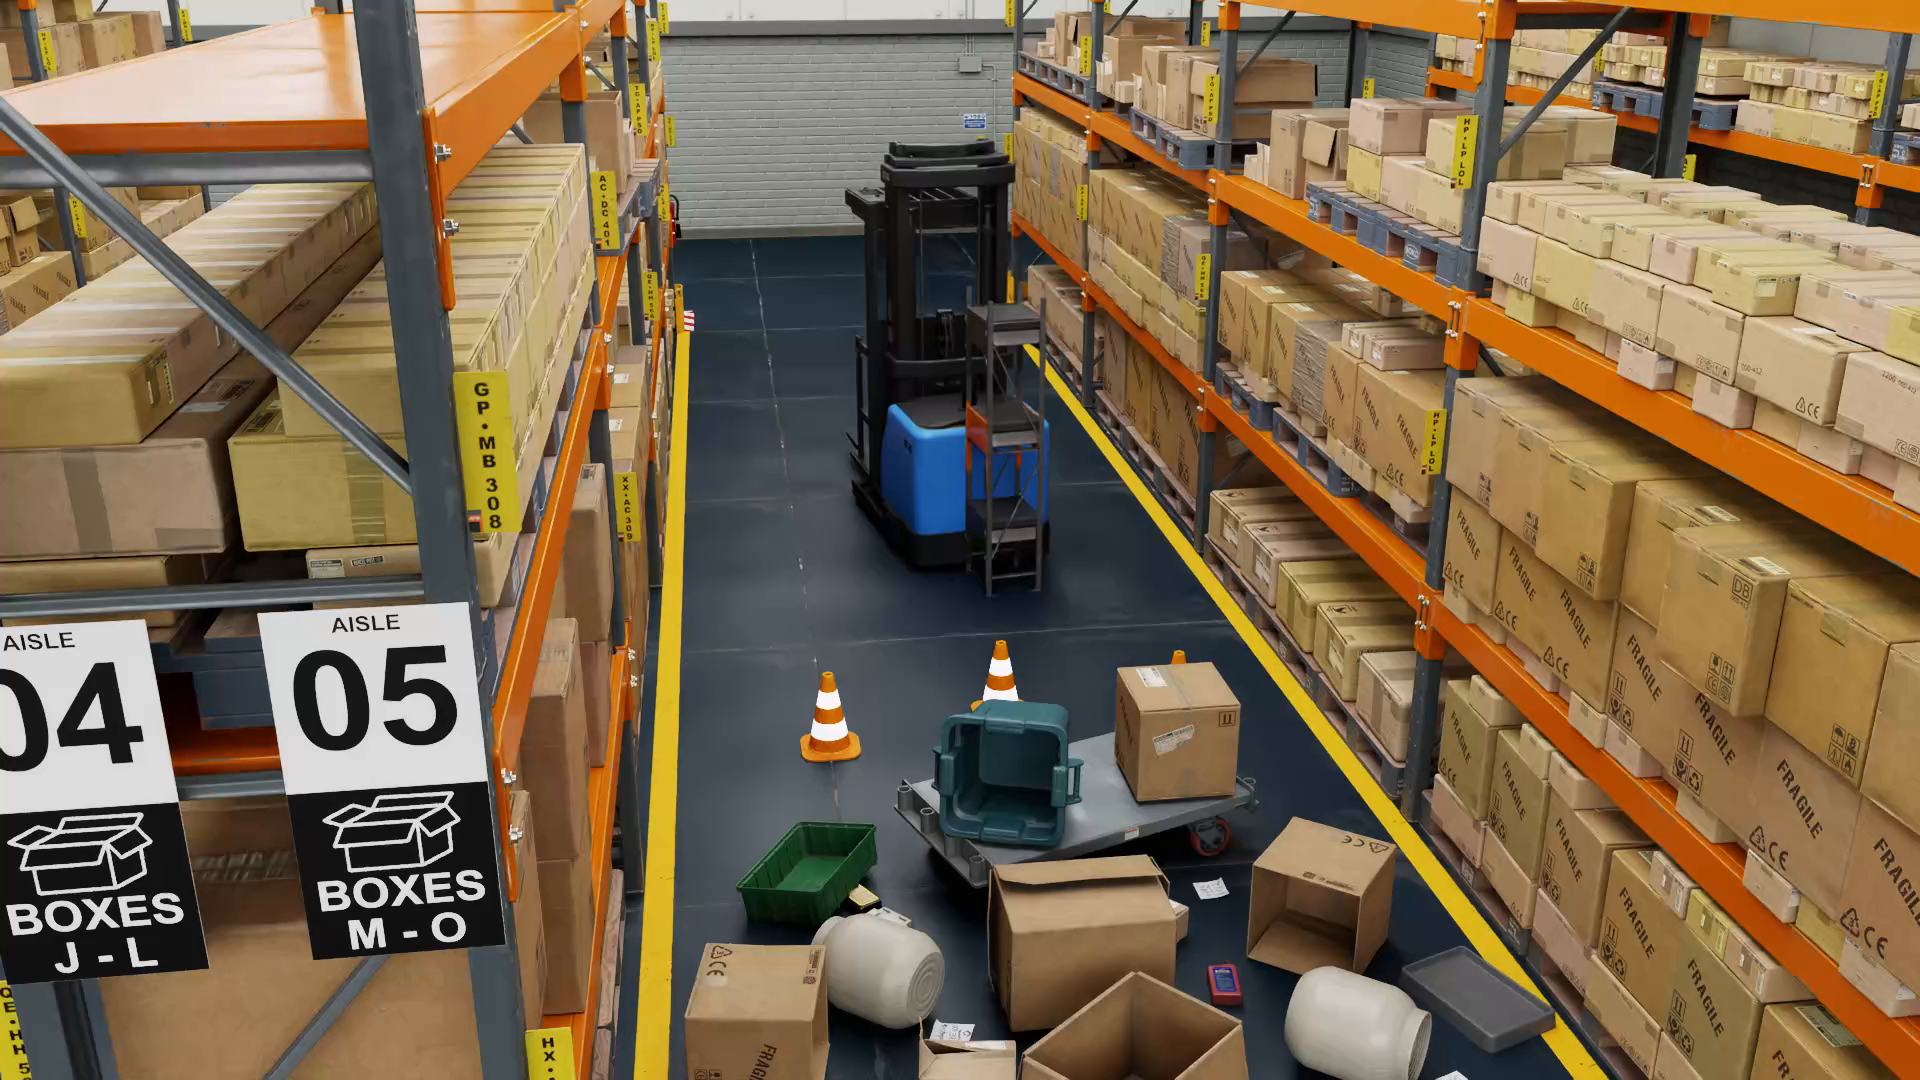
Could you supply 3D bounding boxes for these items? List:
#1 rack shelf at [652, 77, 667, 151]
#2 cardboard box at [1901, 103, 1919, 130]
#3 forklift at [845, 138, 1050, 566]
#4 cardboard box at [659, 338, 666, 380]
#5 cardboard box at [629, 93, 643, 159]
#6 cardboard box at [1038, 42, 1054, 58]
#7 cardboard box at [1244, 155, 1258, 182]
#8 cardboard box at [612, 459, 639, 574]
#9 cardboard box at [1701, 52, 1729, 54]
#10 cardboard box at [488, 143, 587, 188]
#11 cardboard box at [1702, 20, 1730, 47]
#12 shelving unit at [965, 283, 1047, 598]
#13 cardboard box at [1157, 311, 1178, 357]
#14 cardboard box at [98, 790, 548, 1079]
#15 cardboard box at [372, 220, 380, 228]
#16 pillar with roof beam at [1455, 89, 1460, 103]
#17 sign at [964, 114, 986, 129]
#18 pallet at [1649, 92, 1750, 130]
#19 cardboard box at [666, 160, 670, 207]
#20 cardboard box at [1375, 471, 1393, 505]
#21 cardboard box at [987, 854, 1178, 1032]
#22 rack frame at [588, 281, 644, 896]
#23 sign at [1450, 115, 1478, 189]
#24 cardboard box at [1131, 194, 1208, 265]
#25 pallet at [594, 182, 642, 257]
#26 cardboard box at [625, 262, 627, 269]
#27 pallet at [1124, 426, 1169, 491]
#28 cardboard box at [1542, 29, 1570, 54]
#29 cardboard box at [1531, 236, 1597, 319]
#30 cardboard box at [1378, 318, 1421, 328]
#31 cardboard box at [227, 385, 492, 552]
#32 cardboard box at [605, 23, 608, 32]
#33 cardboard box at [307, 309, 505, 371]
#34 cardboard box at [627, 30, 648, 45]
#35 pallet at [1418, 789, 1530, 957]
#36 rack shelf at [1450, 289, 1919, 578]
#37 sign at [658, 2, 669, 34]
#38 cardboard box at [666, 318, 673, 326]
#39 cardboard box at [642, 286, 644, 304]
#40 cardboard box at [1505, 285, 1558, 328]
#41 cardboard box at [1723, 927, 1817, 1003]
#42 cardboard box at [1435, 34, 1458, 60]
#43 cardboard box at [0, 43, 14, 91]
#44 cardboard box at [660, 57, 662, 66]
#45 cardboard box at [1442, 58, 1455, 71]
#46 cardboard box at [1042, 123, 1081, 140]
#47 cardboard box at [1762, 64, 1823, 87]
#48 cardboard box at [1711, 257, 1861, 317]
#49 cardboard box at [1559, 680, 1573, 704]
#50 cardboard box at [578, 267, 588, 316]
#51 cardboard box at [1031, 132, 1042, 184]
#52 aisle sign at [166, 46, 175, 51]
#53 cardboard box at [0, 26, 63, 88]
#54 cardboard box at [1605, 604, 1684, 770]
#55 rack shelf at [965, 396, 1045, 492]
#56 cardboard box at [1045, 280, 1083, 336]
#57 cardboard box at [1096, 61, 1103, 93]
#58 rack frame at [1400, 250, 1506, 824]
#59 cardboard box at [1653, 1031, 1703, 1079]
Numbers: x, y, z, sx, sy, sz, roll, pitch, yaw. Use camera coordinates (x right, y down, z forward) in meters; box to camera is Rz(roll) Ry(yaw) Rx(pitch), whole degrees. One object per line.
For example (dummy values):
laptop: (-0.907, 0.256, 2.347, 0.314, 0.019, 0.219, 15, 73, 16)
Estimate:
rack shelf: (-3.485, -4.206, 16.431, 1.077, 0.370, 4.000, -3, 21, -8)
cardboard box: (6.925, -3.000, 11.765, 0.380, 0.166, 0.250, -3, 21, -8)
forklift: (-0.250, -1.665, 12.986, 1.130, 2.935, 3.031, -6, 21, -16)
cardboard box: (-2.839, -1.577, 14.552, 0.500, 0.250, 0.500, -3, 21, -9)
cardboard box: (-2.518, -2.896, 11.753, 0.500, 0.500, 0.500, -3, 21, -8)
cardboard box: (1.040, -5.258, 17.834, 0.380, 0.149, 0.250, -2, 21, -6)
cardboard box: (2.141, -2.515, 11.234, 0.380, 0.149, 0.250, -3, 21, -8)
cardboard box: (-1.927, -0.093, 8.534, 0.500, 0.500, 0.500, -3, 21, -7)
cardboard box: (6.469, -4.174, 14.509, 0.380, 0.149, 0.250, -3, 21, -7)
cardboard box: (-1.675, -1.469, 6.552, 0.380, 0.149, 0.250, -3, 21, -8)
cardboard box: (6.781, -4.654, 15.200, 0.396, 0.266, 0.258, -3, 21, -8)
shelving unit: (0.308, -0.684, 11.548, 0.431, 2.100, 0.503, -6, 21, -16)
cardboard box: (1.844, -1.613, 12.961, 0.500, 0.250, 0.500, -3, 21, -7)
cardboard box: (-1.482, 1.003, 3.986, 0.875, 0.550, 0.550, -3, 21, -8)
cardboard box: (-2.176, -1.035, 5.960, 0.500, 0.250, 0.500, -3, 21, -8)
pillar with roof beam: (2.265, -7.939, 21.110, 9.100, 9.000, 0.400, -3, 21, -8)
sign: (0.218, -6.211, 24.673, 0.327, 0.218, 0.001, -3, 21, -8)
pallet: (6.775, -3.710, 14.345, 1.213, 0.211, 1.003, -3, 21, -8)
cardboard box: (-3.454, -3.874, 18.233, 0.500, 0.500, 0.500, -2, 21, -7)
cardboard box: (2.472, -0.296, 8.979, 0.380, 0.149, 0.250, -4, 21, -9)
cardboard box: (0.515, 1.727, 7.179, 0.797, 0.637, 0.503, -3, 21, -8)
rack frame: (-2.044, 0.325, 7.560, 1.000, 3.000, 0.127, -3, 21, -8)
sign: (2.291, -1.763, 7.560, 0.100, 0.325, 0.005, -3, 21, -8)
cardboard box: (1.717, -2.551, 13.687, 0.500, 0.500, 0.500, -3, 21, -9)
pallet: (-2.311, -1.770, 9.150, 1.003, 0.211, 1.213, -2, 21, -5)
cardboard box: (-2.686, -2.043, 12.807, 0.380, 0.149, 0.250, -2, 21, -6)
pallet: (2.052, -0.737, 14.387, 1.003, 0.211, 1.213, -3, 21, -8)
cardboard box: (6.205, -5.028, 16.678, 0.500, 0.250, 0.500, -3, 21, -9)
cardboard box: (2.716, -1.090, 6.850, 0.500, 0.250, 0.500, -3, 21, -8)
cardboard box: (2.841, -1.042, 10.051, 0.500, 0.500, 0.500, -4, 21, -10)
cardboard box: (-1.283, -0.188, 3.692, 0.500, 0.250, 0.500, -3, 21, -8)
cardboard box: (-3.952, -5.462, 17.697, 0.380, 0.149, 0.250, -3, 21, -8)
cardboard box: (-1.235, -0.413, 3.725, 0.380, 0.149, 0.250, -3, 21, -7)
cardboard box: (-3.141, -4.772, 15.847, 0.380, 0.149, 0.250, -2, 21, -5)
pallet: (2.972, 1.577, 8.192, 1.003, 0.211, 1.213, -3, 21, -8)
rack shelf: (3.128, -0.336, 6.069, 1.077, 0.370, 4.000, -3, 21, -8)
sign: (-3.221, -5.671, 18.061, 0.100, 0.325, 0.005, -3, 21, -8)
cardboard box: (-3.251, -2.304, 17.647, 0.380, 0.149, 0.250, -3, 21, -7)
cardboard box: (-2.753, -1.946, 13.398, 0.380, 0.149, 0.250, -2, 21, -5)
cardboard box: (2.622, -1.034, 7.268, 0.380, 0.149, 0.250, -3, 21, -8)
cardboard box: (2.924, 1.473, 5.816, 0.380, 0.149, 0.250, -2, 21, -6)
cardboard box: (5.815, -5.673, 19.121, 0.500, 0.250, 0.500, -3, 21, -8)
cardboard box: (-8.026, -3.678, 13.248, 0.700, 0.500, 0.500, -2, 21, -6)
cardboard box: (-3.446, -5.021, 17.799, 0.500, 0.250, 0.500, -3, 21, -9)
cardboard box: (5.837, -5.532, 19.312, 0.380, 0.149, 0.250, -2, 21, -7)
cardboard box: (1.069, -4.258, 17.330, 0.380, 0.149, 0.250, -3, 21, -9)
cardboard box: (6.684, -3.724, 13.331, 0.380, 0.149, 0.250, -3, 21, -9)
cardboard box: (2.821, -0.868, 5.684, 0.380, 0.149, 0.250, -2, 21, -6)
cardboard box: (2.795, 0.636, 7.084, 0.380, 0.149, 0.250, -3, 21, -8)
cardboard box: (-1.599, -0.920, 6.221, 0.380, 0.149, 0.250, -3, 21, -7)
cardboard box: (1.061, -4.093, 17.816, 0.500, 0.500, 0.500, -3, 21, -8)
aisle sign: (-8.410, -4.873, 17.760, 0.394, 0.787, 0.004, -3, 21, -8)
cardboard box: (-8.292, -4.194, 14.484, 0.700, 0.500, 0.500, -4, 21, -11)
cardboard box: (2.875, 0.541, 6.412, 0.500, 0.500, 0.500, -3, 21, -7)
rack shelf: (0.308, -0.672, 11.552, 0.431, 0.518, 0.480, -6, 21, -16)
cardboard box: (1.445, -2.571, 18.375, 0.875, 0.438, 0.875, -2, 21, -6)
cardboard box: (1.413, -4.078, 14.652, 0.396, 0.266, 0.258, -3, 21, -8)
rack frame: (2.840, 0.040, 8.322, 1.000, 3.000, 0.127, -3, 21, -8)
cardboard box: (2.967, 2.070, 6.216, 0.500, 0.250, 0.500, -3, 21, -8)
